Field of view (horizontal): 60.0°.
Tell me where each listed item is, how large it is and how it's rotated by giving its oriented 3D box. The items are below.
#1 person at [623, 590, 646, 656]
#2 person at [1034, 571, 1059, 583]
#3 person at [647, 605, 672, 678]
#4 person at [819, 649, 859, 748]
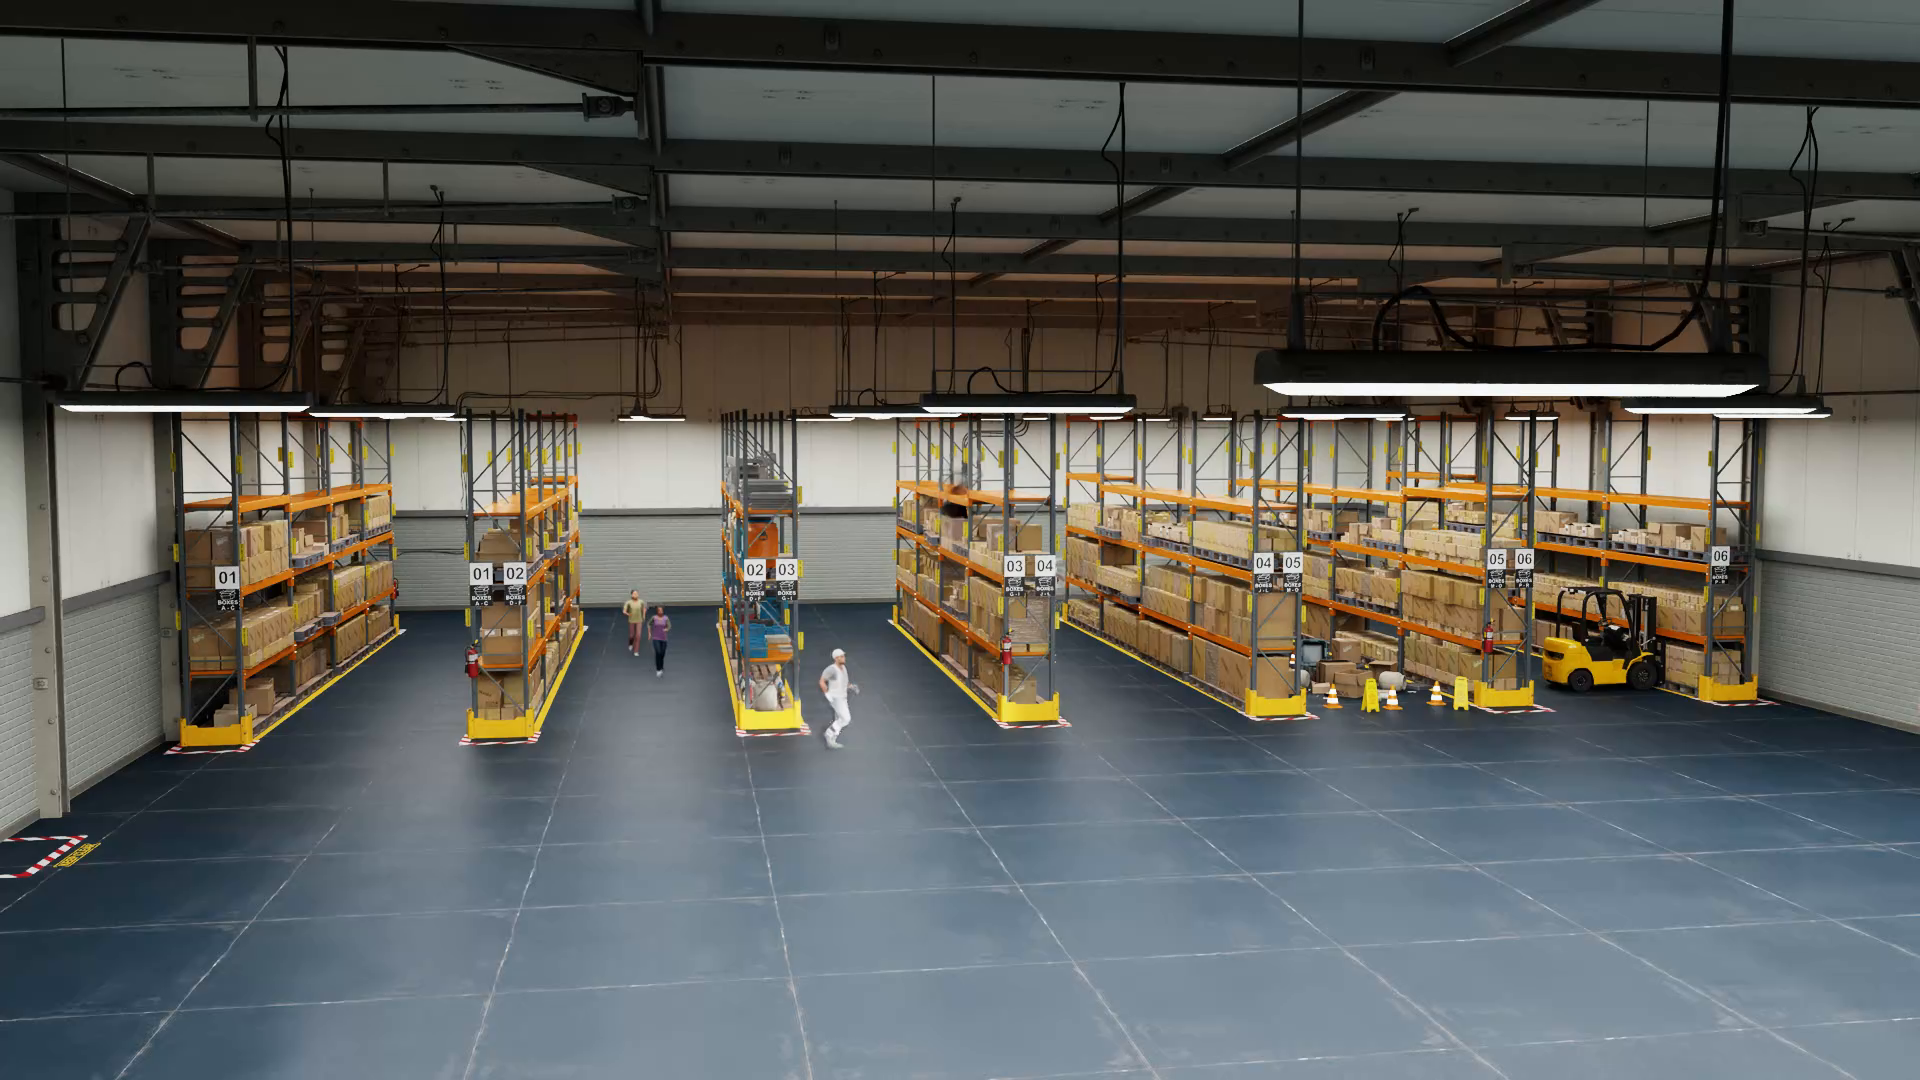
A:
[{"bbox_3d":[-8.039,2.033,41.145,0.587,1.634,0.713,-1,4,-20],"label":"person"},{"bbox_3d":[2.560,1.400,49.552,0.693,1.796,0.742,-1,4,-20],"label":"person"},{"bbox_3d":[-6.800,2.295,37.686,0.498,1.637,0.783,-2,4,-21],"label":"person"},{"bbox_3d":[-2.096,2.795,29.340,0.571,1.749,0.664,1,4,19],"label":"person"}]
